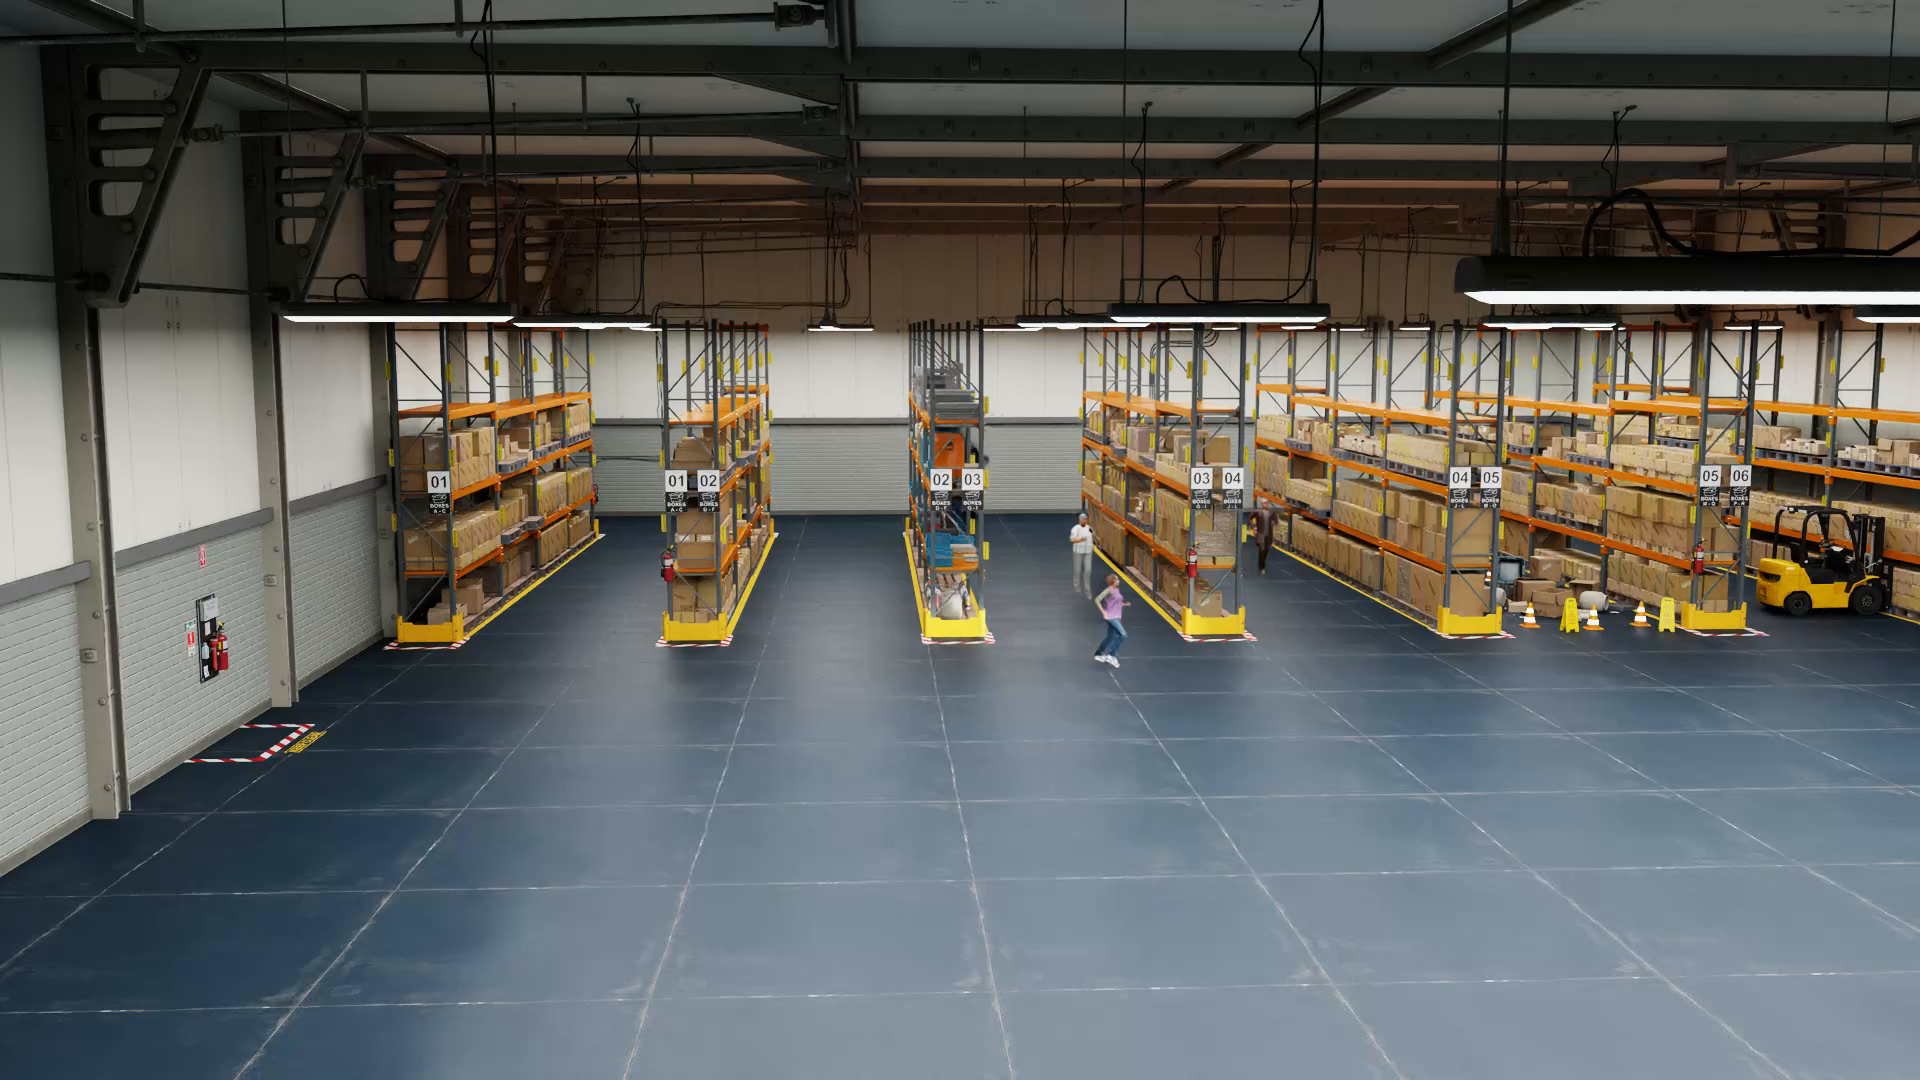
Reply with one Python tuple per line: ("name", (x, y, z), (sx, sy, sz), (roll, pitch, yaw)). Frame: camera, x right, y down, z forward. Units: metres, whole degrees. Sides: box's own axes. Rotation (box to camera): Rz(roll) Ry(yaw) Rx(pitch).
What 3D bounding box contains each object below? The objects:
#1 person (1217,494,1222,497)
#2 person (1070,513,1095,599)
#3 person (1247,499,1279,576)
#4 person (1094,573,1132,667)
("person", (7.278, -0.849, 46.232), (0.715, 1.758, 0.771), (1, 7, 6))
("person", (2.582, 0.329, 34.874), (0.584, 1.777, 0.678), (-2, 7, -12))
("person", (7.283, -0.084, 39.844), (0.701, 1.828, 0.838), (-1, 7, -11))
("person", (2.644, 1.432, 28.769), (0.685, 1.522, 0.506), (3, 8, 22))
